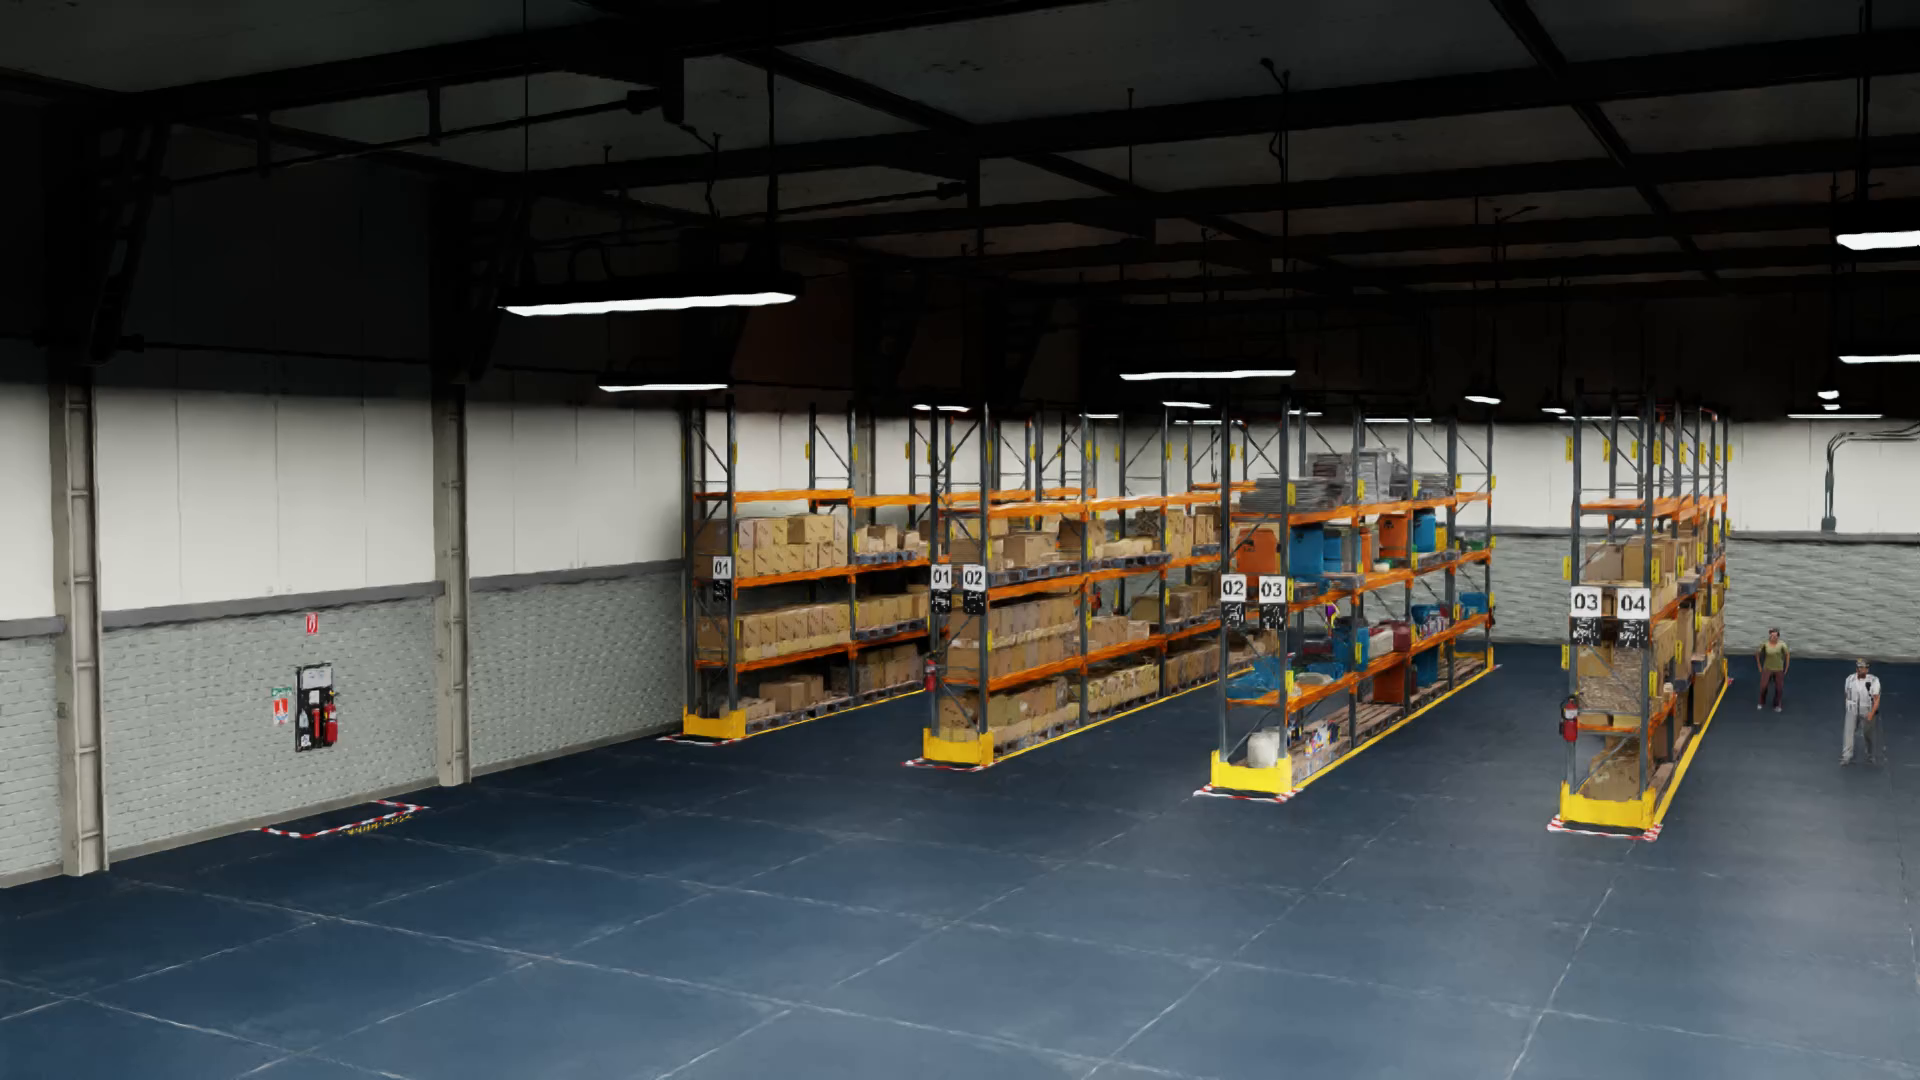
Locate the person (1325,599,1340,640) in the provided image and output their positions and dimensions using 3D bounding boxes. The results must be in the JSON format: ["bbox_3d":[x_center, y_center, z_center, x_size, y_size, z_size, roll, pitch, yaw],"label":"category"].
[{"bbox_3d":[8.779,2.048,39.172,0.389,1.762,0.659,1,3,24],"label":"person"}]

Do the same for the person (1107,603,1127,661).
[{"bbox_3d":[3.555,2.221,37.537,0.592,1.629,0.531,1,3,26],"label":"person"}]

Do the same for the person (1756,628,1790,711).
[{"bbox_3d":[15.748,2.504,32.227,0.598,1.619,0.507,1,3,25],"label":"person"}]

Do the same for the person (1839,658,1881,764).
[{"bbox_3d":[14.457,2.728,26.661,0.533,1.707,1.040,2,4,37],"label":"person"}]
